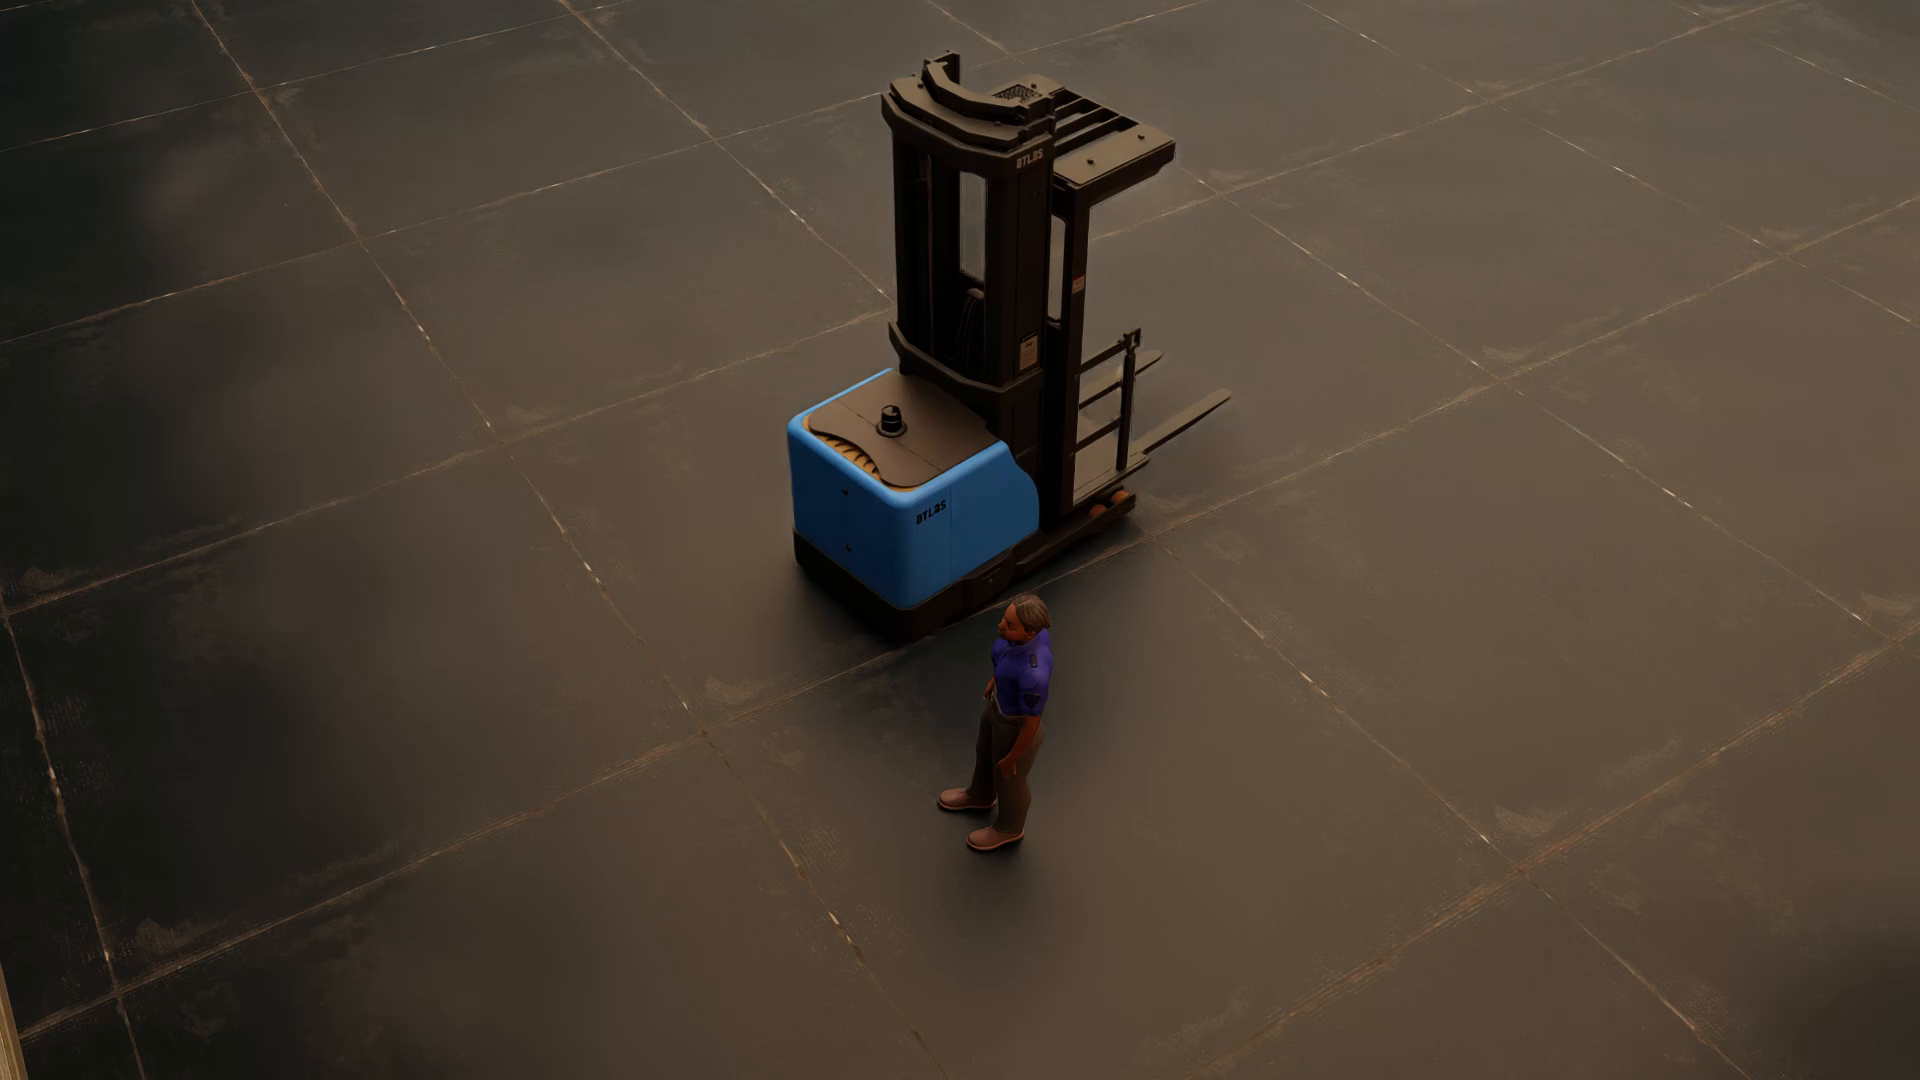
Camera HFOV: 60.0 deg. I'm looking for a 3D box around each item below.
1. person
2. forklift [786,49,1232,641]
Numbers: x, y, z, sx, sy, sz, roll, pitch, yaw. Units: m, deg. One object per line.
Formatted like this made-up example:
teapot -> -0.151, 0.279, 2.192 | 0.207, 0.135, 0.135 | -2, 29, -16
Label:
person -> 0.164, 0.857, 7.850 | 0.505, 1.654, 0.567 | -4, 41, -5
forklift -> 0.443, -1.383, 9.453 | 3.031, 2.935, 1.130 | -31, 50, -31
